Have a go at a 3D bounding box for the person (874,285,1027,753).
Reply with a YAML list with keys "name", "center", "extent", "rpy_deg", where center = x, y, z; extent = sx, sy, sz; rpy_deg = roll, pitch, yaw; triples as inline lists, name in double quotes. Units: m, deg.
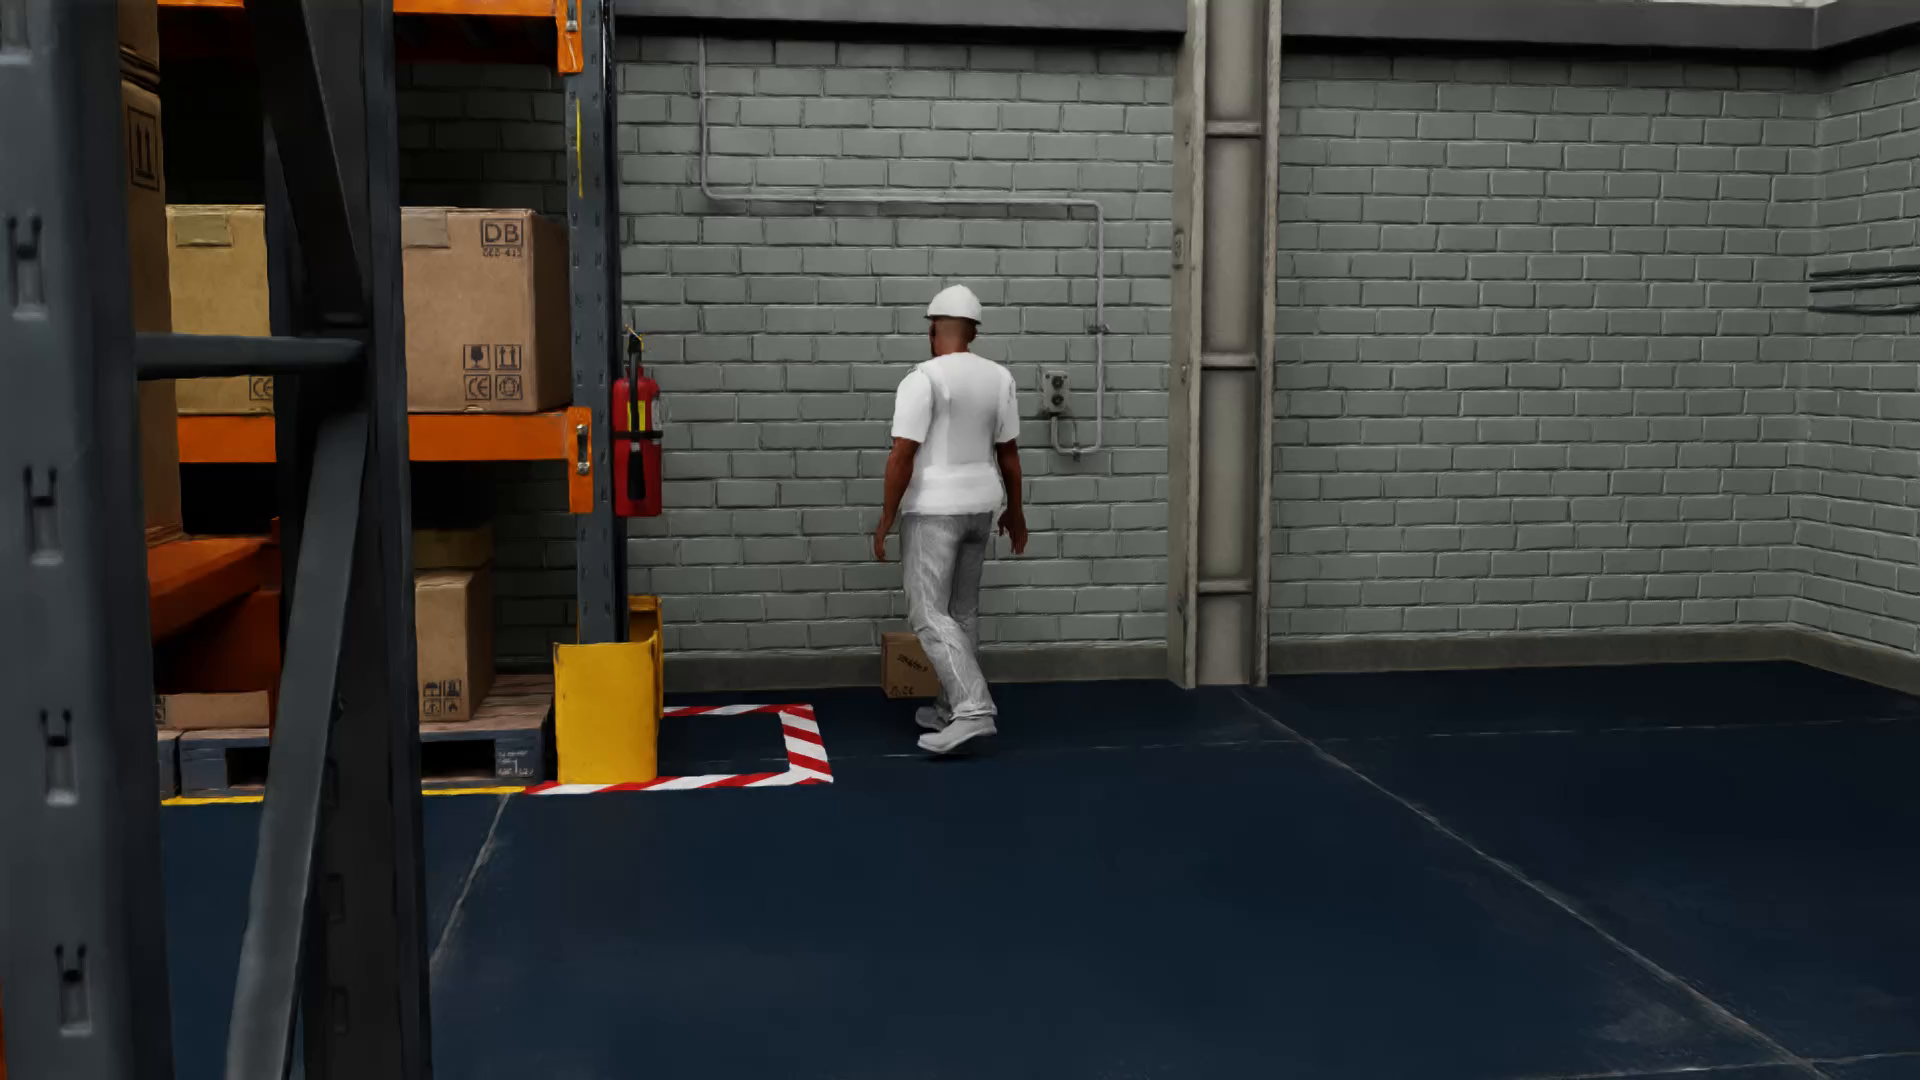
- name: "person"
  center: [-0.003, -0.094, 6.428]
  extent: [0.708, 1.766, 0.645]
  rpy_deg: [-6, 9, -43]
